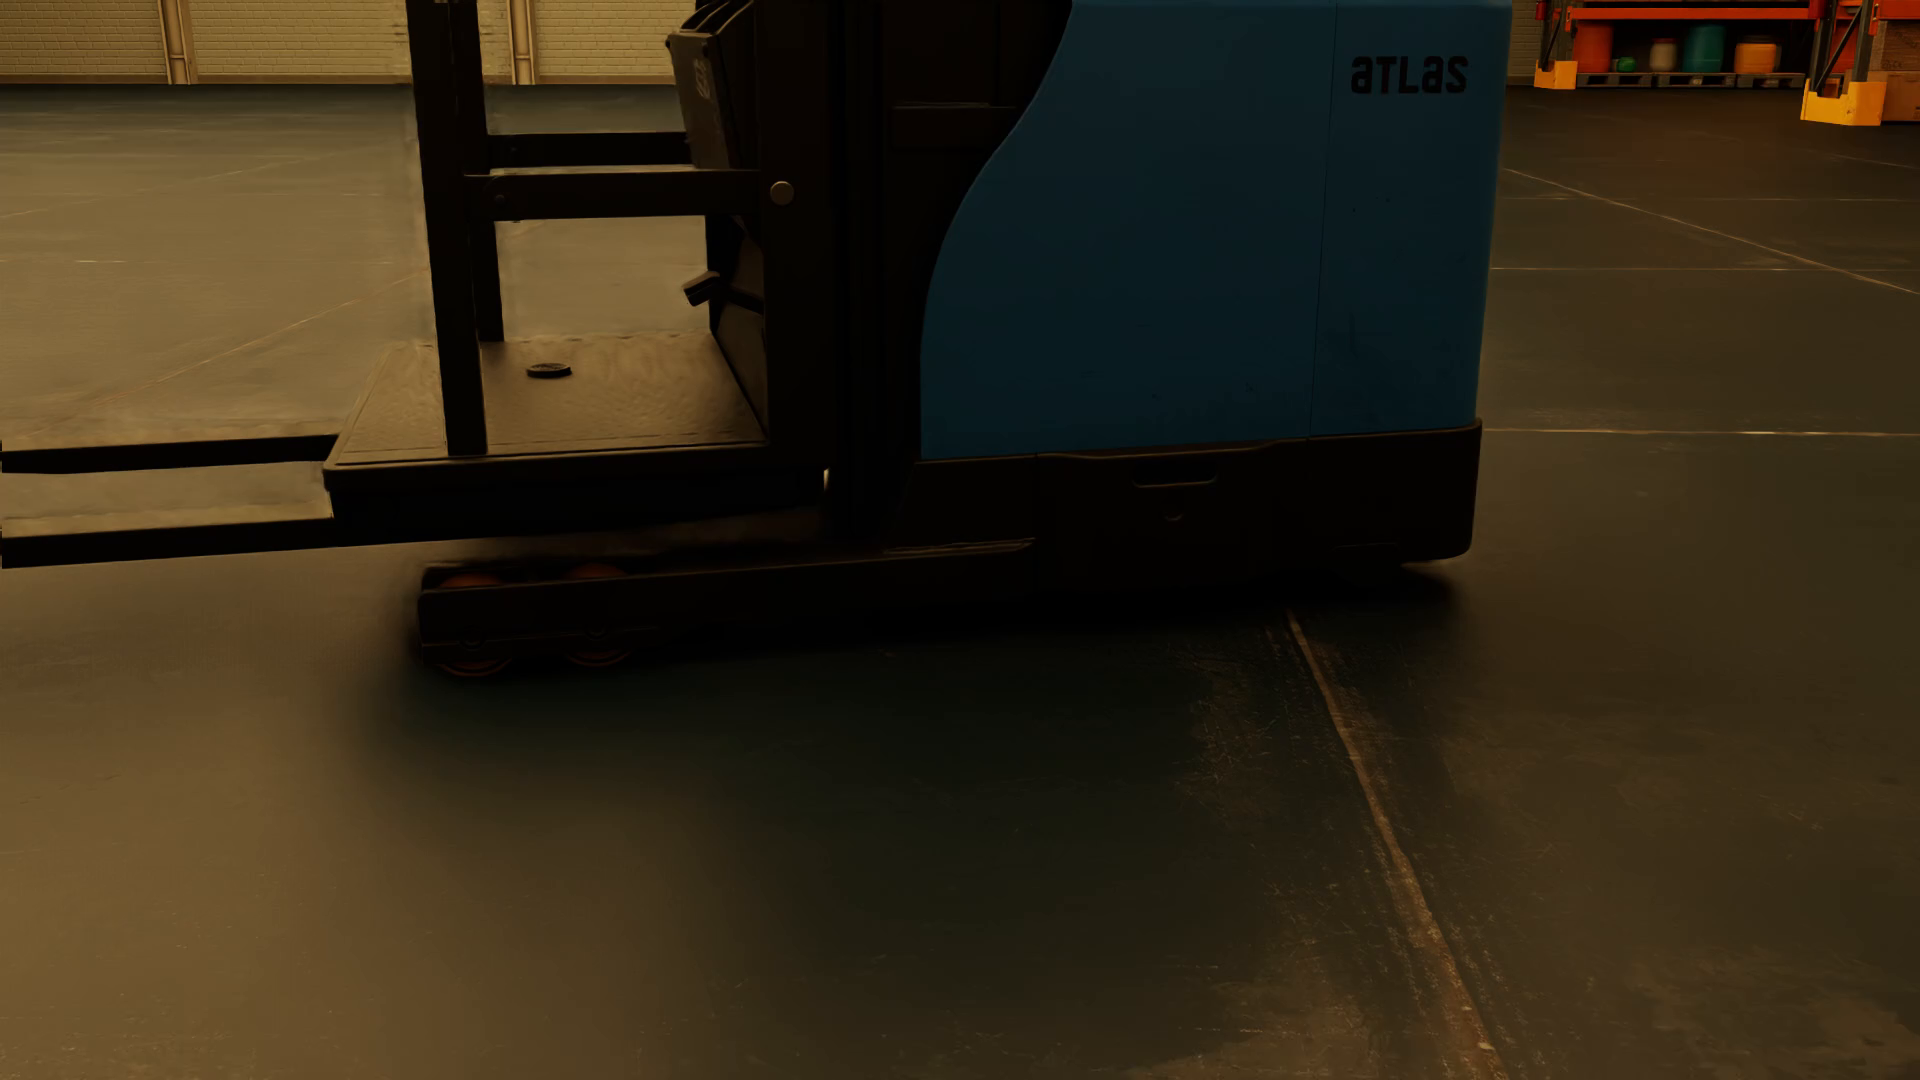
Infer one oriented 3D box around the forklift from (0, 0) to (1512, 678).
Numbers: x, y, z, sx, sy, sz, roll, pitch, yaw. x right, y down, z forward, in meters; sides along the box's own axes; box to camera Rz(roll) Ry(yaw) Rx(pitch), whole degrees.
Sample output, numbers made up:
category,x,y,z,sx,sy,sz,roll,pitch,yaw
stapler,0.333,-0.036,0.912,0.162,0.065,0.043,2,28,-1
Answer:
category,x,y,z,sx,sy,sz,roll,pitch,yaw
forklift,-0.622,-1.352,2.782,3.031,2.935,1.130,-4,18,-13
